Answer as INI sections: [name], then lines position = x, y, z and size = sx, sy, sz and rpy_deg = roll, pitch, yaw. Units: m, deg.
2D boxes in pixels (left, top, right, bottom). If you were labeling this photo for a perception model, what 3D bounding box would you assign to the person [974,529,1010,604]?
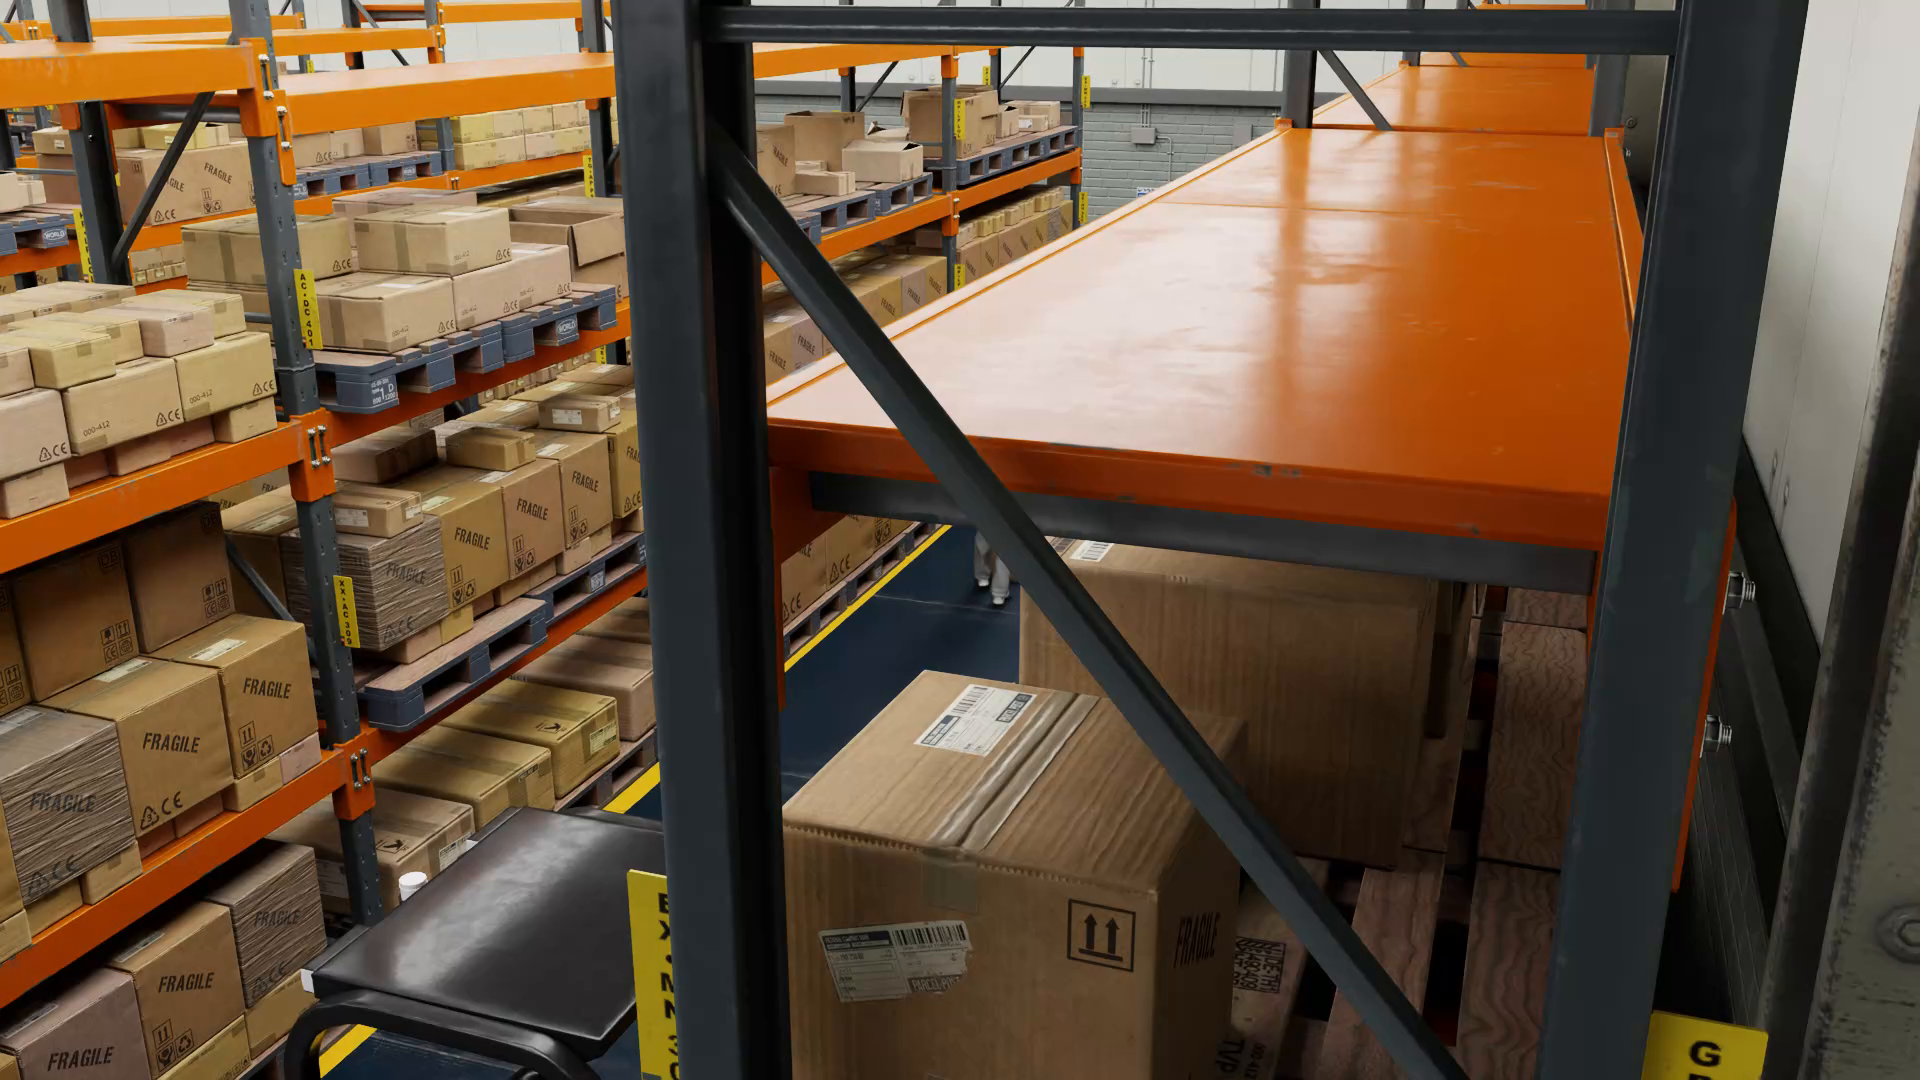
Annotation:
[person]
position = 0.298, -0.392, 12.688
size = 0.462, 1.662, 0.639
rpy_deg = 5, 19, 16
